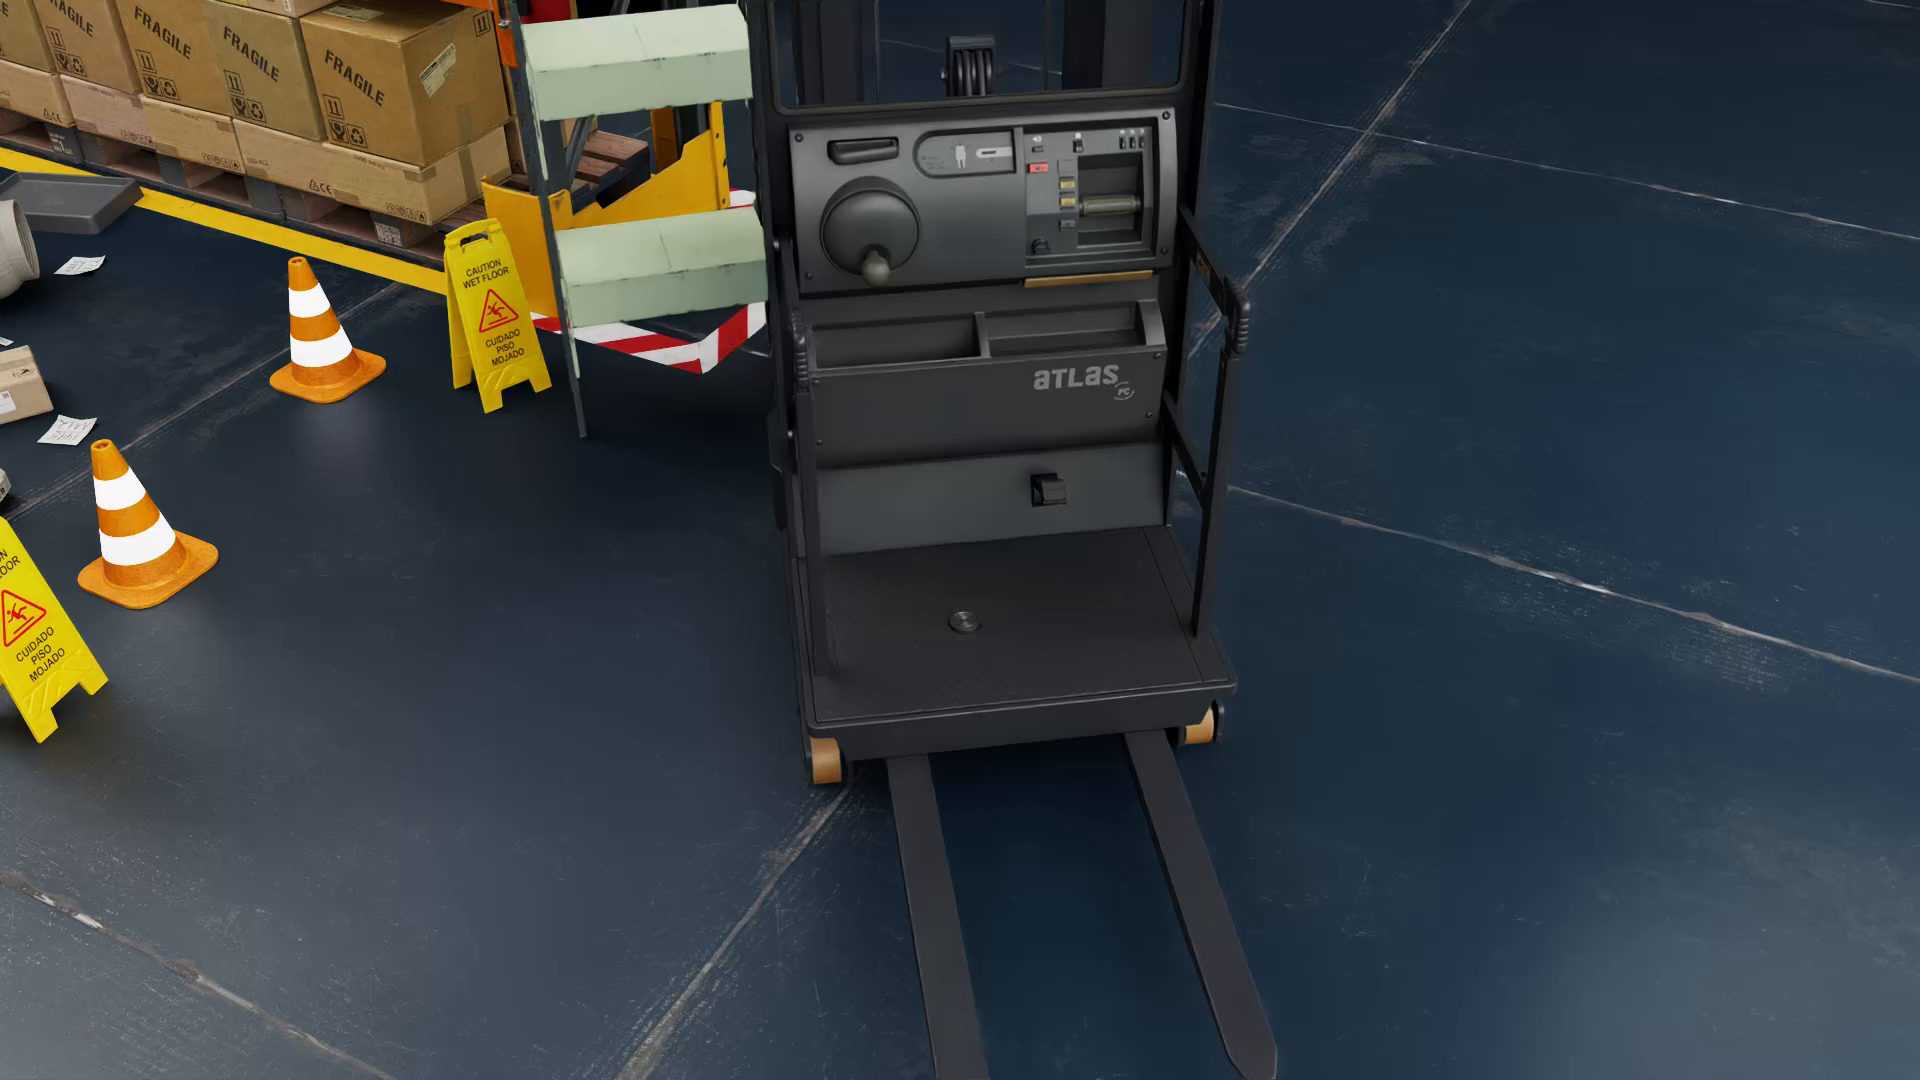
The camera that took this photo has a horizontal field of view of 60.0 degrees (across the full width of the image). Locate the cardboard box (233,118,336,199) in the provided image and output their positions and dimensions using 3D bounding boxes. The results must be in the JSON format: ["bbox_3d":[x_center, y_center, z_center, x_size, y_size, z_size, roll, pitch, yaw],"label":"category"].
[{"bbox_3d":[-2.616,-1.670,6.896,0.500,0.250,0.500,18,41,22],"label":"cardboard box"}]

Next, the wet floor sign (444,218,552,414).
[{"bbox_3d":[-1.641,-0.804,5.776,0.267,0.644,0.232,-29,46,-33],"label":"wet floor sign"}]

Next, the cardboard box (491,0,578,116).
[{"bbox_3d":[-1.928,-2.119,6.868,0.500,0.500,0.500,16,40,20],"label":"cardboard box"}]

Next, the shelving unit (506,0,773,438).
[{"bbox_3d":[-0.998,-1.129,5.496,0.755,1.500,0.431,-10,38,-13],"label":"shelving unit"}]

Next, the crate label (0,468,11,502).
[{"bbox_3d":[-3.228,-0.151,5.336,0.298,0.136,0.250,-2,37,-2],"label":"crate label"}]

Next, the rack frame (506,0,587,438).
[{"bbox_3d":[-1.349,-1.066,5.414,0.023,1.500,0.400,-10,38,-13],"label":"rack frame"}]

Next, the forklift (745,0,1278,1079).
[{"bbox_3d":[0.097,-0.755,3.821,1.130,2.935,3.031,-5,38,-7],"label":"forklift"}]

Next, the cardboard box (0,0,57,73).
[{"bbox_3d":[-3.989,-2.401,7.239,0.500,0.500,0.500,19,41,23],"label":"cardboard box"}]

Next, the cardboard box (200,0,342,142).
[{"bbox_3d":[-2.614,-1.966,6.666,0.500,0.500,0.500,19,41,23],"label":"cardboard box"}]

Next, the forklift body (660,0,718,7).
[{"bbox_3d":[-1.561,-4.245,9.064,1.214,2.155,2.313,17,41,21],"label":"forklift body"}]

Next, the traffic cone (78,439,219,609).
[{"bbox_3d":[-2.502,-0.096,4.993,0.334,0.463,0.336,17,41,21],"label":"traffic cone"}]

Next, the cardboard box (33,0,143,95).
[{"bbox_3d":[-3.530,-2.256,7.047,0.500,0.500,0.500,20,41,24],"label":"cardboard box"}]

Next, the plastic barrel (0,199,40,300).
[{"bbox_3d":[-3.848,-1.105,6.355,0.512,0.421,0.421,-14,39,-18],"label":"plastic barrel"}]

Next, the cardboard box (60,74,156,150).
[{"bbox_3d":[-3.519,-1.956,7.273,0.500,0.250,0.500,17,40,21],"label":"cardboard box"}]

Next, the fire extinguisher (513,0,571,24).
[{"bbox_3d":[-1.428,-2.059,5.546,0.183,0.674,0.296,17,41,21],"label":"fire extinguisher"}]

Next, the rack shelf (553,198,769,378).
[{"bbox_3d":[-0.998,-0.869,5.693,0.720,0.370,0.431,-10,38,-13],"label":"rack shelf"}]

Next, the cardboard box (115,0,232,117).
[{"bbox_3d":[-3.059,-2.110,6.856,0.500,0.500,0.500,16,40,20],"label":"cardboard box"}]

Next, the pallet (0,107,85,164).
[{"bbox_3d":[-4.257,-2.203,7.978,1.213,0.211,1.003,17,41,21],"label":"pallet"}]

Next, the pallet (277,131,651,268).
[{"bbox_3d":[-2.091,-1.525,7.084,1.213,0.211,1.003,17,41,21],"label":"pallet"}]

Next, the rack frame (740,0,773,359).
[{"bbox_3d":[-0.647,-1.191,5.579,0.023,1.500,0.400,-10,38,-13],"label":"rack frame"}]

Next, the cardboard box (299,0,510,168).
[{"bbox_3d":[-2.149,-1.823,6.477,0.500,0.500,0.500,18,41,22],"label":"cardboard box"}]

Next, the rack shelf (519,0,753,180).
[{"bbox_3d":[-0.998,-1.439,5.260,0.720,0.370,0.431,-10,38,-13],"label":"rack shelf"}]

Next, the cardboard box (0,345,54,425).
[{"bbox_3d":[-3.410,-0.514,5.804,0.380,0.149,0.250,-21,42,-25],"label":"cardboard box"}]

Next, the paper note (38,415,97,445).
[{"bbox_3d":[-3.073,-0.381,5.727,0.142,0.019,0.148,4,37,6],"label":"paper note"}]

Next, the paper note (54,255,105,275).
[{"bbox_3d":[-3.536,-1.109,6.686,0.148,0.019,0.142,4,37,6],"label":"paper note"}]

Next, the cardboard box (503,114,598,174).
[{"bbox_3d":[-1.907,-1.814,7.086,0.500,0.250,0.500,17,40,21],"label":"cardboard box"}]

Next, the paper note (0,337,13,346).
[{"bbox_3d":[-3.600,-0.749,6.229,0.123,0.001,0.032,17,41,21],"label":"paper note"}]

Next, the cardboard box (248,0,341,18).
[{"bbox_3d":[-2.506,-2.147,6.368,0.250,0.149,0.380,19,41,23],"label":"cardboard box"}]

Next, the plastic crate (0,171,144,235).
[{"bbox_3d":[-3.853,-1.442,7.083,0.583,0.080,0.402,4,37,6],"label":"plastic crate"}]

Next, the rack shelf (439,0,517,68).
[{"bbox_3d":[-3.094,-2.639,6.841,4.000,0.370,1.077,17,41,21],"label":"rack shelf"}]

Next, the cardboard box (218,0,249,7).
[{"bbox_3d":[-2.728,-2.219,6.462,0.250,0.149,0.380,18,41,22],"label":"cardboard box"}]

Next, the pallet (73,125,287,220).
[{"bbox_3d":[-3.170,-1.865,7.532,1.213,0.211,1.003,17,41,21],"label":"pallet"}]

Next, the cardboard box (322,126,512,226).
[{"bbox_3d":[-2.181,-1.529,6.710,0.500,0.250,0.500,17,40,21],"label":"cardboard box"}]

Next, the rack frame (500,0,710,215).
[{"bbox_3d":[-1.318,-2.369,5.891,0.127,3.000,1.000,17,41,21],"label":"rack frame"}]

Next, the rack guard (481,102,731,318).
[{"bbox_3d":[-1.385,-1.395,6.674,0.348,0.500,1.175,17,41,21],"label":"rack guard"}]

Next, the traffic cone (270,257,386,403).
[{"bbox_3d":[-2.293,-0.786,5.903,0.334,0.463,0.336,17,41,21],"label":"traffic cone"}]

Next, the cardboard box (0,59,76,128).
[{"bbox_3d":[-3.991,-2.102,7.466,0.500,0.250,0.500,20,41,24],"label":"cardboard box"}]

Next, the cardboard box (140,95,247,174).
[{"bbox_3d":[-3.083,-1.813,7.084,0.500,0.250,0.500,16,40,20],"label":"cardboard box"}]

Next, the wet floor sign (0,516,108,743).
[{"bbox_3d":[-2.568,0.199,4.454,0.232,0.644,0.267,11,38,14],"label":"wet floor sign"}]
